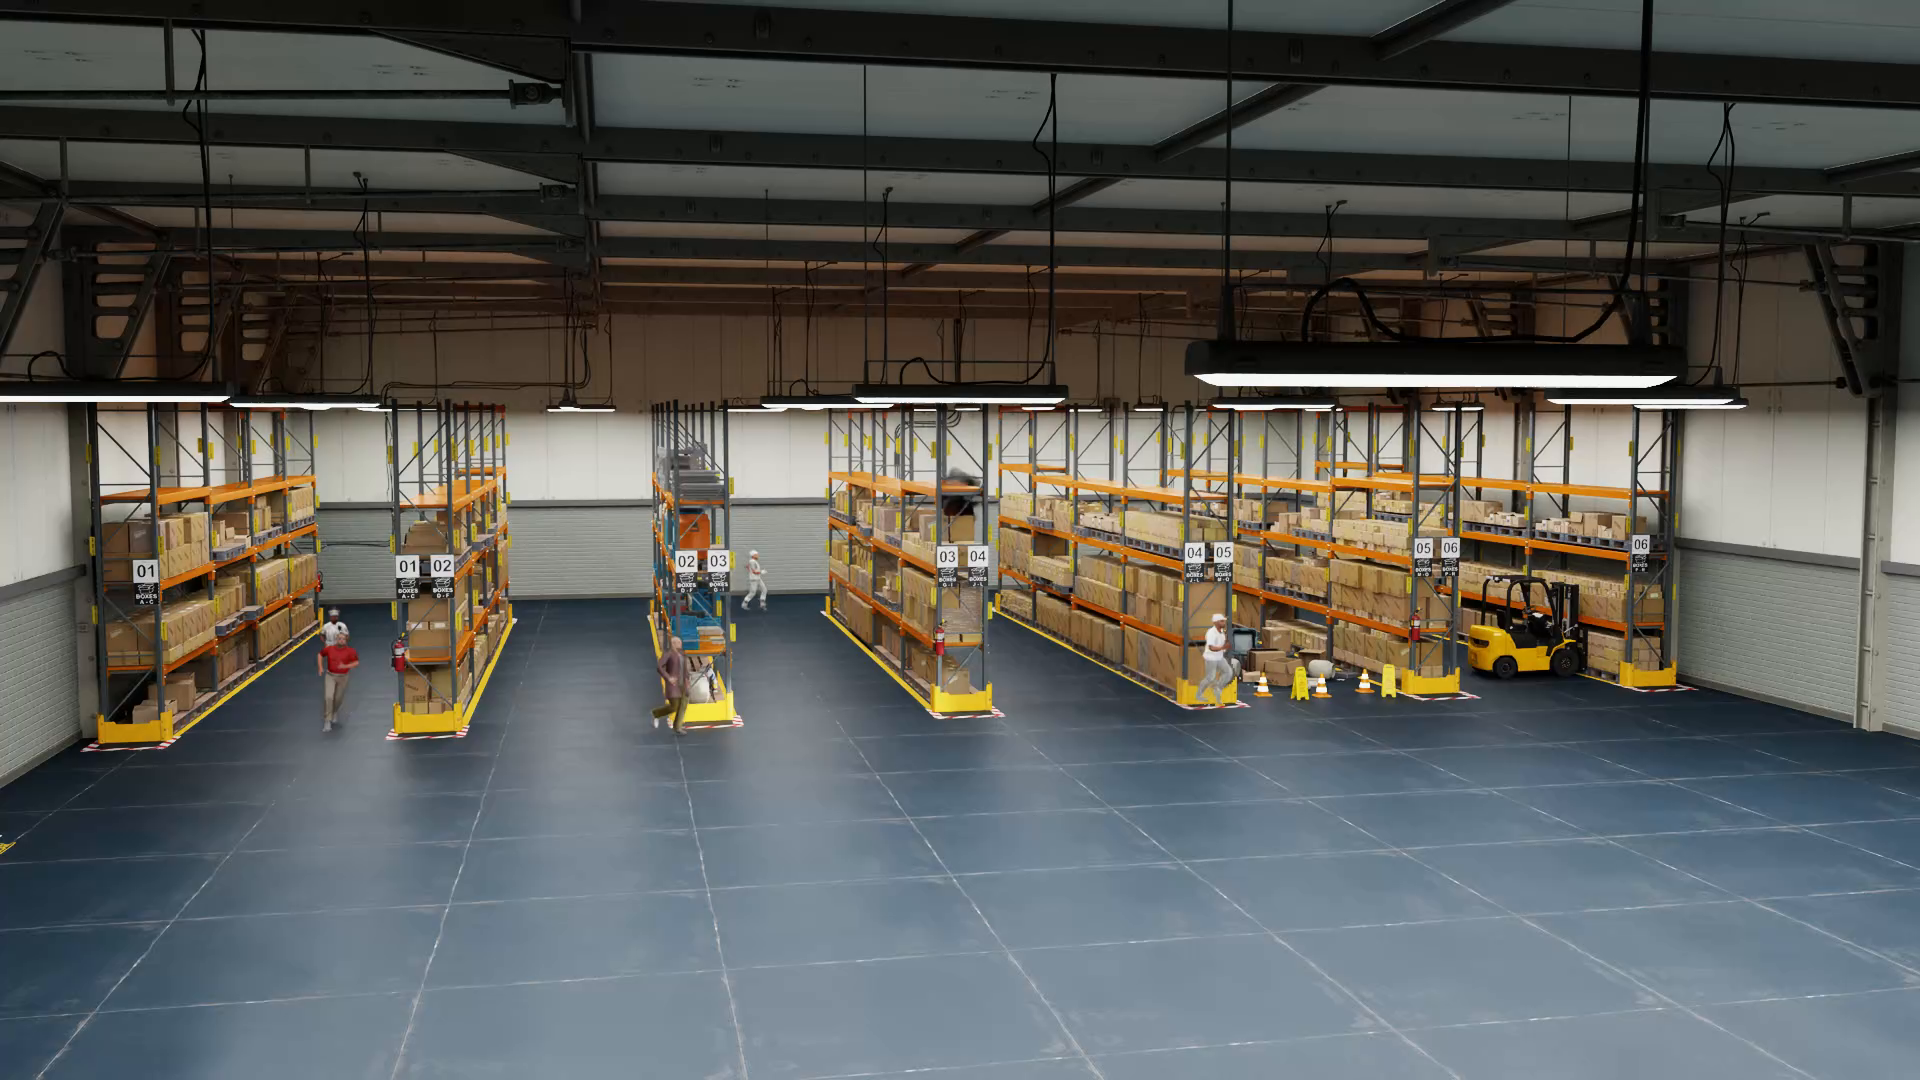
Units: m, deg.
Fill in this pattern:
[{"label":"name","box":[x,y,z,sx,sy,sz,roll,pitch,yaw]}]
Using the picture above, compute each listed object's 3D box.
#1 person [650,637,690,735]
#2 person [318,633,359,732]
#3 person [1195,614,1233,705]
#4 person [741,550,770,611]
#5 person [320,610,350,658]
[{"label":"person","box":[-5.123,2.608,29.956,0.816,1.714,0.775,2,5,28]},{"label":"person","box":[-11.386,2.570,30.495,0.686,1.734,0.943,-2,5,-26]},{"label":"person","box":[4.826,2.255,31.467,0.802,1.743,0.733,3,5,33]},{"label":"person","box":[-5.970,1.191,48.428,0.818,1.806,0.667,0,4,1]},{"label":"person","box":[-13.012,2.279,34.621,0.585,1.695,0.727,-1,5,-18]}]
